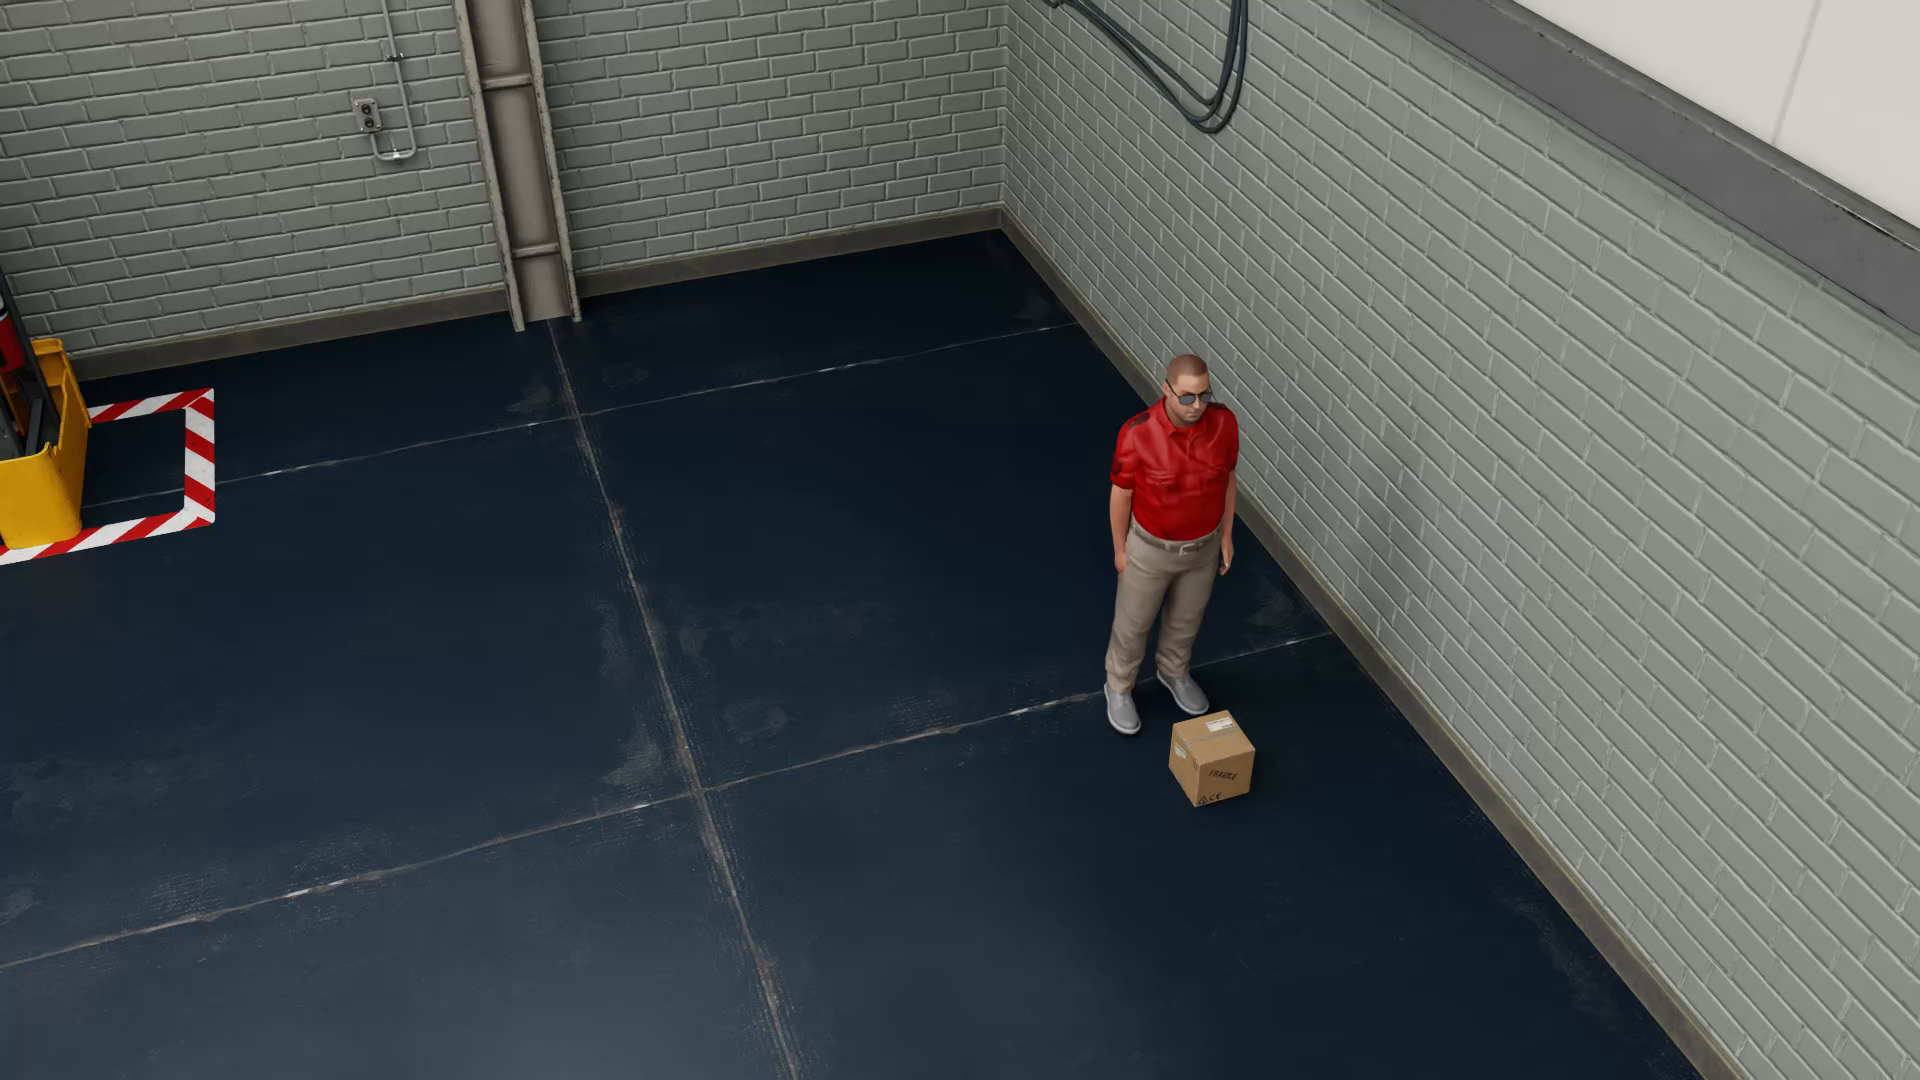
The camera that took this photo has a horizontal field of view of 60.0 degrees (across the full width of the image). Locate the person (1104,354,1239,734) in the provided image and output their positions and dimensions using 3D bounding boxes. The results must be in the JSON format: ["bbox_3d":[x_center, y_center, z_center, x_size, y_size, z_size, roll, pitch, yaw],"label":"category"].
[{"bbox_3d":[0.871,0.026,6.758,0.533,1.732,0.361,-11,39,-15],"label":"person"}]
